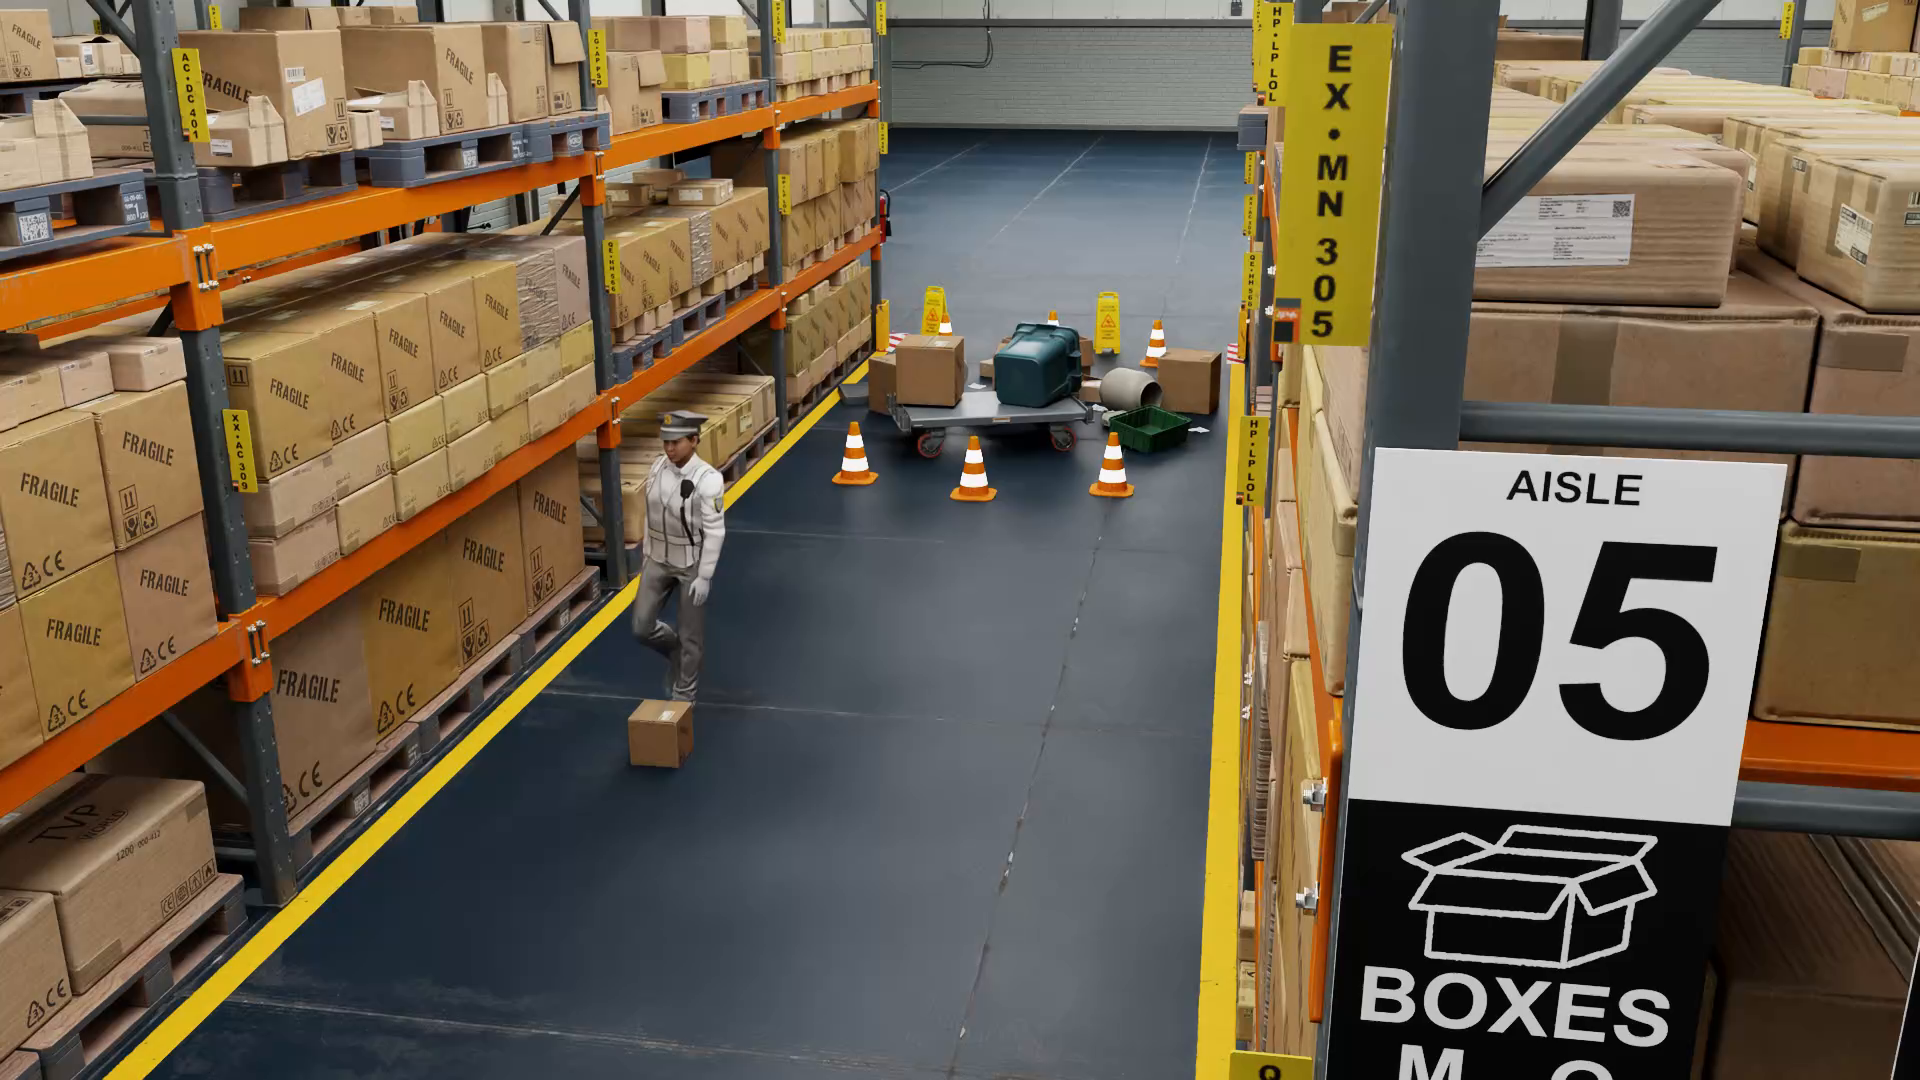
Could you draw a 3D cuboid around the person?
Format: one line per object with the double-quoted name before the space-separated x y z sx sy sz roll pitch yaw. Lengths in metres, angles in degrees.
"person" -1.425 0.129 8.567 0.538 1.675 0.459 8 20 24
